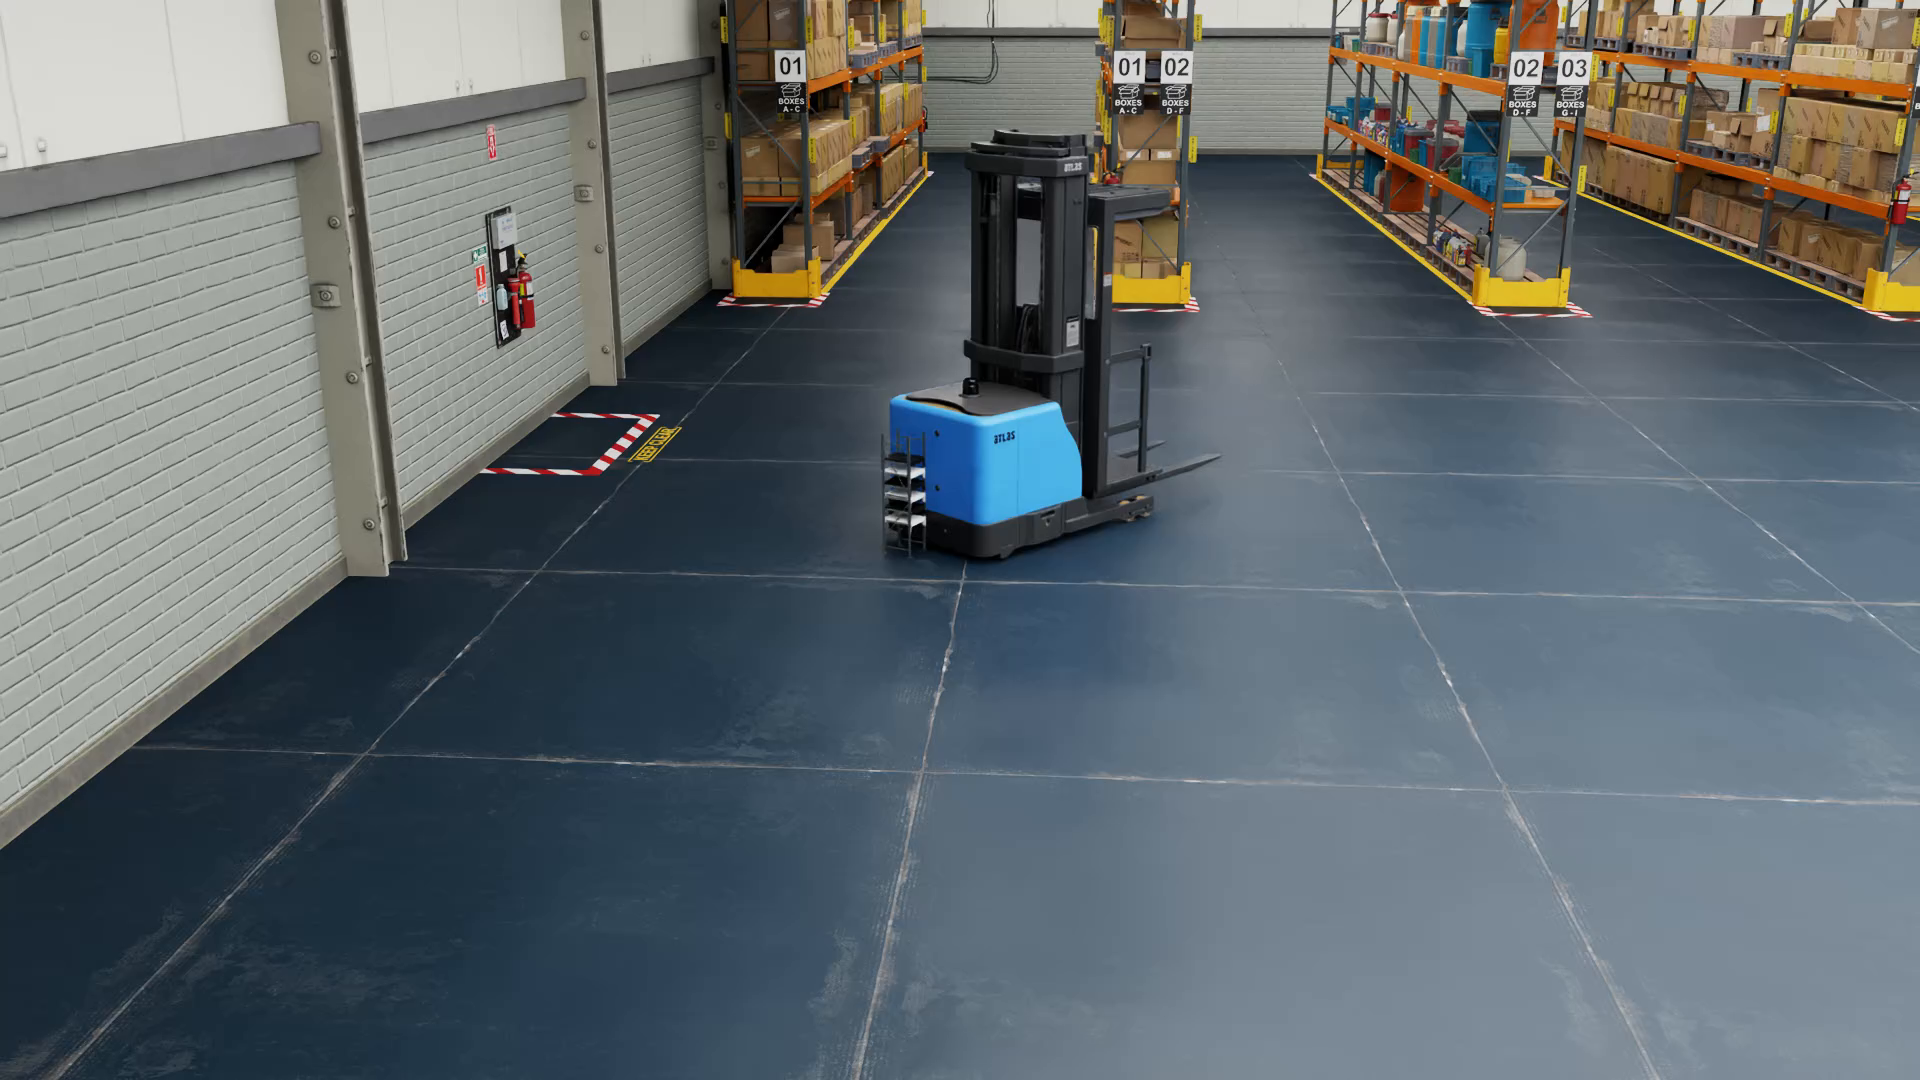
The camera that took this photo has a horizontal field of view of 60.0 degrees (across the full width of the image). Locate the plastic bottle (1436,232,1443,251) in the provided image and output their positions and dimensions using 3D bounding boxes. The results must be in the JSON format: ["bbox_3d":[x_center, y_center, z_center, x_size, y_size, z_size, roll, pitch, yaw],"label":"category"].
[{"bbox_3d":[7.228,-4.470,24.916,0.152,0.276,0.135,2,18,6],"label":"plastic bottle"}]

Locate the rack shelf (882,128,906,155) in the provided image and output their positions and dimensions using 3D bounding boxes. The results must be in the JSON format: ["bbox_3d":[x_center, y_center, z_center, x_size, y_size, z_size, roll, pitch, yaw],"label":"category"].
[{"bbox_3d":[-1.767,-7.489,31.615,1.077,0.370,4.000,1,18,4],"label":"rack shelf"}]

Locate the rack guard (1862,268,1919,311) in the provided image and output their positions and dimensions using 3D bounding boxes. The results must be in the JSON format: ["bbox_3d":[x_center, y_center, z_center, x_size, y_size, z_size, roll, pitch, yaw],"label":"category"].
[{"bbox_3d":[12.343,-3.229,21.473,1.175,0.500,0.348,1,18,4],"label":"rack guard"}]

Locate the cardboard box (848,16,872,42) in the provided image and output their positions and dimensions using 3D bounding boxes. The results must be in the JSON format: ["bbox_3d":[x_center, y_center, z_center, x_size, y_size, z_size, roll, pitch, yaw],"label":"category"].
[{"bbox_3d":[-1.934,-9.040,29.511,0.700,0.500,0.500,0,18,0],"label":"cardboard box"}]

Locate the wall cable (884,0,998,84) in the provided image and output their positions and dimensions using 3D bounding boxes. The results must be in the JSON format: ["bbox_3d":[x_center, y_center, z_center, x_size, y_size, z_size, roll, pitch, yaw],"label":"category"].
[{"bbox_3d":[-0.575,-12.818,42.076,3.097,2.526,0.112,1,18,4],"label":"wall cable"}]

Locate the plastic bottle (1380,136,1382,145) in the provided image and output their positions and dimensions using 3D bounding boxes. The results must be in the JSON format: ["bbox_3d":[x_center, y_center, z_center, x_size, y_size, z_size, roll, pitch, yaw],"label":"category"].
[{"bbox_3d":[7.638,-7.227,29.979,0.097,0.201,0.097,0,18,0],"label":"plastic bottle"}]

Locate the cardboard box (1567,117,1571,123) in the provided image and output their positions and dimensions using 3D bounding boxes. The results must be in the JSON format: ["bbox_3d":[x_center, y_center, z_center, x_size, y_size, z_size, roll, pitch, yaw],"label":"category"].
[{"bbox_3d":[13.077,-8.900,35.169,0.380,0.149,0.250,1,18,3],"label":"cardboard box"}]

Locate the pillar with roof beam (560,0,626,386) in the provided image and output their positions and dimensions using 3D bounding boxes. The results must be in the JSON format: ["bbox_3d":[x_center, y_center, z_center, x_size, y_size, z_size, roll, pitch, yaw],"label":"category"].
[{"bbox_3d":[0.567,-5.853,15.832,9.100,9.000,0.400,1,18,4],"label":"pillar with roof beam"}]

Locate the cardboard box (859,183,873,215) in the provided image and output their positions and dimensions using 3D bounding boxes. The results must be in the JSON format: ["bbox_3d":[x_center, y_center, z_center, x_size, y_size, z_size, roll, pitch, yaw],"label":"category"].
[{"bbox_3d":[-1.910,-6.006,29.242,0.700,0.500,0.500,2,18,5],"label":"cardboard box"}]

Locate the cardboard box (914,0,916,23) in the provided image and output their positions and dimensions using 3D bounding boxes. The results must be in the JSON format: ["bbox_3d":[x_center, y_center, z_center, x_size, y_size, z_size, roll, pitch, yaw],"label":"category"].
[{"bbox_3d":[-1.193,-11.101,34.867,0.500,0.500,0.500,0,18,1],"label":"cardboard box"}]

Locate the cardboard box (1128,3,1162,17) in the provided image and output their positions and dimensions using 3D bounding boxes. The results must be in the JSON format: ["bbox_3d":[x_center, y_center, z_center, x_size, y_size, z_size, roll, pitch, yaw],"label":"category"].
[{"bbox_3d":[2.827,-7.958,25.438,0.500,0.500,0.500,2,18,5],"label":"cardboard box"}]

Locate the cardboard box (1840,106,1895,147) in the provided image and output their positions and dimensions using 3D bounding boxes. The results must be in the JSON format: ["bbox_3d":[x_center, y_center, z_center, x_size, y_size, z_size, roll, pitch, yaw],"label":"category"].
[{"bbox_3d":[12.199,-5.544,22.281,0.500,0.500,0.500,1,18,4],"label":"cardboard box"}]

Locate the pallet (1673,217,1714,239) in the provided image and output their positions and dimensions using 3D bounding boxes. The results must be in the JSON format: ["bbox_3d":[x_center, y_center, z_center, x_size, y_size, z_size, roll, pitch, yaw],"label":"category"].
[{"bbox_3d":[12.853,-5.310,28.288,1.003,0.211,1.213,1,18,4],"label":"pallet"}]

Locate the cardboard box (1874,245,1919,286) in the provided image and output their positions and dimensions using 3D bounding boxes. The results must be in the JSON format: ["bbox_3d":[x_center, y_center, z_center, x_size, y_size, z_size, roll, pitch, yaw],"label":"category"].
[{"bbox_3d":[12.399,-3.598,21.927,0.500,0.500,0.500,5,19,14],"label":"cardboard box"}]

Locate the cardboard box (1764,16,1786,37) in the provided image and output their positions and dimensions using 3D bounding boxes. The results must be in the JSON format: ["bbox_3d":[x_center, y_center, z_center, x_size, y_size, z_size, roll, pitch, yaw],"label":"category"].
[{"bbox_3d":[13.049,-8.121,26.610,0.500,0.500,0.500,2,18,5],"label":"cardboard box"}]

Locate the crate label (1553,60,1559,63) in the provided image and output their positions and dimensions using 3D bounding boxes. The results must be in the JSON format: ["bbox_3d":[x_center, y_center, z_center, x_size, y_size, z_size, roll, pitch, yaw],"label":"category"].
[{"bbox_3d":[7.861,-6.432,22.657,0.502,0.251,0.408,1,18,4],"label":"crate label"}]

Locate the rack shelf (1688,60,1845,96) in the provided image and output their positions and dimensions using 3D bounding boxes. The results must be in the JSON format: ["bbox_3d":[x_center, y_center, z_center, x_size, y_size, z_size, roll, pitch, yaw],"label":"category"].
[{"bbox_3d":[12.768,-7.340,26.344,1.077,0.370,4.000,1,18,4],"label":"rack shelf"}]

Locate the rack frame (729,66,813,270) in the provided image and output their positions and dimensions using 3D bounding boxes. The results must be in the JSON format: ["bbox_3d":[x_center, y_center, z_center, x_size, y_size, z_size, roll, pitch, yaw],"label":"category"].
[{"bbox_3d":[-2.484,-4.725,22.024,1.000,3.000,0.127,1,18,4],"label":"rack frame"}]

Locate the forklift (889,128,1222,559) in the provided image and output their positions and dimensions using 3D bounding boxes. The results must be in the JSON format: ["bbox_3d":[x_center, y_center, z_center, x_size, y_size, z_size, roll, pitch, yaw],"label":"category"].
[{"bbox_3d":[0.873,-1.633,12.699,3.031,2.935,1.130,-17,25,-42],"label":"forklift"}]

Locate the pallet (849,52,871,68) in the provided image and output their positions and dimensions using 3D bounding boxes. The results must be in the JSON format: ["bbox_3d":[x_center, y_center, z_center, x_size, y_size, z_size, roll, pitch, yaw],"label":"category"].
[{"bbox_3d":[-2.047,-7.492,25.956,1.213,0.211,1.003,1,18,4],"label":"pallet"}]

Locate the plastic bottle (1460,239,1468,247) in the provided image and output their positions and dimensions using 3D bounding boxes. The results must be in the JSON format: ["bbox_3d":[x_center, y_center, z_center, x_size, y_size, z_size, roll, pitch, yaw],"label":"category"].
[{"bbox_3d":[7.318,-4.233,24.192,0.152,0.276,0.135,1,18,4],"label":"plastic bottle"}]

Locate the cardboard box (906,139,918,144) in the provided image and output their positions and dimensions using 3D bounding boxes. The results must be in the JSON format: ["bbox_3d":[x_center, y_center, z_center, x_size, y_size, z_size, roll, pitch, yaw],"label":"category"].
[{"bbox_3d":[-1.115,-8.750,36.608,0.380,0.149,0.250,1,18,3],"label":"cardboard box"}]

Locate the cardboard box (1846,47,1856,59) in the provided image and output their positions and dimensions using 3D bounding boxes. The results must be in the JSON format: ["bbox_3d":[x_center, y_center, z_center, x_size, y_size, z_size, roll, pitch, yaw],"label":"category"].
[{"bbox_3d":[12.253,-6.598,22.526,0.380,0.149,0.250,2,18,5],"label":"cardboard box"}]

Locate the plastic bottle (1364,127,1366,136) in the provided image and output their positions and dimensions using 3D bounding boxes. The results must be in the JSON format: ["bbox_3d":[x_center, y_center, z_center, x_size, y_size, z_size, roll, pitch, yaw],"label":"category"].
[{"bbox_3d":[7.775,-7.821,31.795,0.097,0.201,0.097,0,18,0],"label":"plastic bottle"}]

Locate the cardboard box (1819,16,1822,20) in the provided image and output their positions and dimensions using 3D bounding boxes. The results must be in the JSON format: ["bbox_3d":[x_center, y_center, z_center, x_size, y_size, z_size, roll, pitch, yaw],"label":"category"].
[{"bbox_3d":[18.138,-10.827,34.628,0.380,0.149,0.250,2,18,6],"label":"cardboard box"}]

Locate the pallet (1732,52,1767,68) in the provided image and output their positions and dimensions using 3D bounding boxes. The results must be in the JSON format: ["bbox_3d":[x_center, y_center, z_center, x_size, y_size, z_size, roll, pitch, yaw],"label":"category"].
[{"bbox_3d":[12.846,-7.483,25.927,1.213,0.211,1.003,1,18,4],"label":"pallet"}]

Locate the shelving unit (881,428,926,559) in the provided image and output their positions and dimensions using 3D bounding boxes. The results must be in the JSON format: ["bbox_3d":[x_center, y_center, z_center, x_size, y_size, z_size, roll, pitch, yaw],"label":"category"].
[{"bbox_3d":[-0.405,-0.337,12.005,0.258,0.900,0.210,11,21,29],"label":"shelving unit"}]

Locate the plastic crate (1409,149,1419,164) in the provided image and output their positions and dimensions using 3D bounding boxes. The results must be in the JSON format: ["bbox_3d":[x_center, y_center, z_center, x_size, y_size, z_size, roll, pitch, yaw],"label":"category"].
[{"bbox_3d":[7.527,-6.192,26.844,0.450,0.188,0.662,1,18,4],"label":"plastic crate"}]

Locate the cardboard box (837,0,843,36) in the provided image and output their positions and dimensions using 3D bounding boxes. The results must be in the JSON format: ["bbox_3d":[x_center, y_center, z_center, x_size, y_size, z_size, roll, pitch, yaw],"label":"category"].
[{"bbox_3d":[-1.992,-7.591,24.158,0.500,0.500,0.500,2,18,7],"label":"cardboard box"}]

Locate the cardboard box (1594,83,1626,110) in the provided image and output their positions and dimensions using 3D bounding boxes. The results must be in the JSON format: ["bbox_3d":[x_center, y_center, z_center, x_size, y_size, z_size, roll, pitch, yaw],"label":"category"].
[{"bbox_3d":[13.004,-8.851,33.175,0.500,0.500,0.500,1,18,4],"label":"cardboard box"}]

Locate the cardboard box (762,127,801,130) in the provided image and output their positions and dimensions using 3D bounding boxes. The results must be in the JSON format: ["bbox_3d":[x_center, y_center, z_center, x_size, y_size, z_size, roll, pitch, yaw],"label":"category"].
[{"bbox_3d":[-2.548,-5.643,23.833,0.500,0.500,0.500,2,18,5],"label":"cardboard box"}]

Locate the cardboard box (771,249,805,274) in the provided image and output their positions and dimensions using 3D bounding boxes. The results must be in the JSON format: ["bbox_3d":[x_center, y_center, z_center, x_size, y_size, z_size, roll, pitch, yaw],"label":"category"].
[{"bbox_3d":[-2.345,-3.869,23.024,0.500,0.311,0.500,-1,18,-2],"label":"cardboard box"}]

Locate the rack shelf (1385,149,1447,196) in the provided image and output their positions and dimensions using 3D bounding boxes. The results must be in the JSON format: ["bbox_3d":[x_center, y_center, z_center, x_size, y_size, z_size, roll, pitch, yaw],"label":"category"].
[{"bbox_3d":[7.827,-6.025,27.149,1.077,0.370,4.000,1,18,4],"label":"rack shelf"}]

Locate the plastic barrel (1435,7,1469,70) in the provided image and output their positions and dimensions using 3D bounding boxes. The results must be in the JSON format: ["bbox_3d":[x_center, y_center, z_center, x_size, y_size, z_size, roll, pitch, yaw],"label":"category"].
[{"bbox_3d":[7.504,-7.572,25.093,0.600,0.901,0.708,1,18,4],"label":"plastic barrel"}]

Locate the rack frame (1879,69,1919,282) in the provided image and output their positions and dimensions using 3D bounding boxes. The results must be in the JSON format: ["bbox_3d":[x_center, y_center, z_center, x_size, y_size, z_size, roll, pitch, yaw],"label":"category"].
[{"bbox_3d":[12.337,-4.393,21.012,1.000,3.000,0.127,1,18,4],"label":"rack frame"}]

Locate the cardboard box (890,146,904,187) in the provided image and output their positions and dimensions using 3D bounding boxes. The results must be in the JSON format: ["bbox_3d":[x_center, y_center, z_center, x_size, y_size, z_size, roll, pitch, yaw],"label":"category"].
[{"bbox_3d":[-1.541,-7.425,33.043,0.750,0.750,0.750,1,18,5],"label":"cardboard box"}]

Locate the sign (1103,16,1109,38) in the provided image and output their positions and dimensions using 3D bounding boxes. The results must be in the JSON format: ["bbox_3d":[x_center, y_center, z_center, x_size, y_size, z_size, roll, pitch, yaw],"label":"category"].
[{"bbox_3d":[2.202,-7.687,24.913,0.100,0.325,0.005,1,18,4],"label":"sign"}]

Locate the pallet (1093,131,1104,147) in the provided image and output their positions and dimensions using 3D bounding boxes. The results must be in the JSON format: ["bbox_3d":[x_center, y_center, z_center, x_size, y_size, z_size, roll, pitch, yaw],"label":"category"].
[{"bbox_3d":[3.009,-7.221,29.950,1.213,0.211,1.003,1,18,4],"label":"pallet"}]

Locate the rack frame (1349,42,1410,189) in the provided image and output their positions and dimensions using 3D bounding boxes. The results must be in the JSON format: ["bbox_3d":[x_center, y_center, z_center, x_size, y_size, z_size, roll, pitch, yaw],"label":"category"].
[{"bbox_3d":[8.257,-8.230,32.724,1.000,3.000,0.127,1,18,4],"label":"rack frame"}]

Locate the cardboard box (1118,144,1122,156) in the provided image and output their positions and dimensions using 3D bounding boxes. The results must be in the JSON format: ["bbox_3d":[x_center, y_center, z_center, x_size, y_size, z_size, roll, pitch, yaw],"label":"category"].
[{"bbox_3d":[2.330,-5.255,22.440,0.380,0.149,0.250,1,18,3],"label":"cardboard box"}]

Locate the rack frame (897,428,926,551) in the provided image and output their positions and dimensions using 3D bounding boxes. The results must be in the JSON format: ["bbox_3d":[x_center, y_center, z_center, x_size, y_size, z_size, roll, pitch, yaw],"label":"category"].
[{"bbox_3d":[-0.353,-0.364,12.088,0.240,0.900,0.006,11,21,29],"label":"rack frame"}]

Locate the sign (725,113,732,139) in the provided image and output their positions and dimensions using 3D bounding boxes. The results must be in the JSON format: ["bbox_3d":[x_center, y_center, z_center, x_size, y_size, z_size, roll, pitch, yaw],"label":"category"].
[{"bbox_3d":[-3.037,-5.444,21.852,0.100,0.325,0.005,1,18,4],"label":"sign"}]

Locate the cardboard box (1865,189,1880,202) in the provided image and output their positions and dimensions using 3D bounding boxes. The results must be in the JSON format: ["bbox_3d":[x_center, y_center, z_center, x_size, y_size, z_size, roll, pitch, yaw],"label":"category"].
[{"bbox_3d":[12.137,-4.523,21.813,0.380,0.149,0.250,1,18,4],"label":"cardboard box"}]

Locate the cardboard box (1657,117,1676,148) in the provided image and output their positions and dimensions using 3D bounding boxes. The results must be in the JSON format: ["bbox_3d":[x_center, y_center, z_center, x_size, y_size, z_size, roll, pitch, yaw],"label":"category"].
[{"bbox_3d":[12.741,-7.239,29.536,0.500,0.500,0.500,1,18,3],"label":"cardboard box"}]

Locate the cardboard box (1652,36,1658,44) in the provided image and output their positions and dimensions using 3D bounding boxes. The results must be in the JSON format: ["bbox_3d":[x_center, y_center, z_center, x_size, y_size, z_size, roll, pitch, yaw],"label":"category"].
[{"bbox_3d":[12.941,-9.166,30.492,0.380,0.149,0.250,1,18,2],"label":"cardboard box"}]

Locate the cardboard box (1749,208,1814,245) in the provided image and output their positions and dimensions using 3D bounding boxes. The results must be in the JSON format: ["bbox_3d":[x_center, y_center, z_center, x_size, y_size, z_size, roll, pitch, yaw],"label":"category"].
[{"bbox_3d":[12.690,-4.847,25.705,0.700,0.500,0.500,0,18,0],"label":"cardboard box"}]

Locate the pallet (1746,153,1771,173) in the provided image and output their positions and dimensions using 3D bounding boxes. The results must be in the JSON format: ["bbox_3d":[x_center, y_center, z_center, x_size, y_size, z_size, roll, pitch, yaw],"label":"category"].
[{"bbox_3d":[12.824,-5.778,25.548,1.003,0.211,1.213,1,18,4],"label":"pallet"}]

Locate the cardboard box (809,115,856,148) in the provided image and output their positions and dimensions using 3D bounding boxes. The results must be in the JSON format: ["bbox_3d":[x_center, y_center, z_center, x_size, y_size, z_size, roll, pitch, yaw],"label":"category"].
[{"bbox_3d":[-2.080,-6.554,26.741,0.700,0.500,0.500,3,18,10],"label":"cardboard box"}]

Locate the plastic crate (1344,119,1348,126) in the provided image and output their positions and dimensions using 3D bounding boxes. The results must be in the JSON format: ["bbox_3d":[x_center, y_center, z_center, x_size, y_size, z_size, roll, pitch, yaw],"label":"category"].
[{"bbox_3d":[8.070,-8.482,33.836,0.437,0.125,0.590,1,18,4],"label":"plastic crate"}]

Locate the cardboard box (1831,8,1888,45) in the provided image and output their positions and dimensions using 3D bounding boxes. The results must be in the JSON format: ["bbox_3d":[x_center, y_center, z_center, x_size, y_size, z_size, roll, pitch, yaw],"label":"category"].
[{"bbox_3d":[12.846,-7.342,23.753,0.500,0.500,0.500,1,18,2],"label":"cardboard box"}]

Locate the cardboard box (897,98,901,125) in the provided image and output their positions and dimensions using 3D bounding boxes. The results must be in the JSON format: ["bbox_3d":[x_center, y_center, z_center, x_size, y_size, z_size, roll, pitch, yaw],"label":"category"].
[{"bbox_3d":[-1.433,-8.342,32.395,0.500,0.500,0.500,1,18,4],"label":"cardboard box"}]

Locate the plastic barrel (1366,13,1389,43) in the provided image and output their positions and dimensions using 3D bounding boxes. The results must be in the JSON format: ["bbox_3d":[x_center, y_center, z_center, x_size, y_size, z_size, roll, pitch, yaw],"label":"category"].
[{"bbox_3d":[7.970,-9.762,31.688,0.433,0.535,0.433,0,18,0],"label":"plastic barrel"}]

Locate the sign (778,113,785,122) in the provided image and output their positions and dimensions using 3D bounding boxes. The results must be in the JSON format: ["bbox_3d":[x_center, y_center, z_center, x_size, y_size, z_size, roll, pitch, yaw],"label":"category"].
[{"bbox_3d":[-2.751,-6.528,25.670,0.100,0.325,0.005,1,18,4],"label":"sign"}]
